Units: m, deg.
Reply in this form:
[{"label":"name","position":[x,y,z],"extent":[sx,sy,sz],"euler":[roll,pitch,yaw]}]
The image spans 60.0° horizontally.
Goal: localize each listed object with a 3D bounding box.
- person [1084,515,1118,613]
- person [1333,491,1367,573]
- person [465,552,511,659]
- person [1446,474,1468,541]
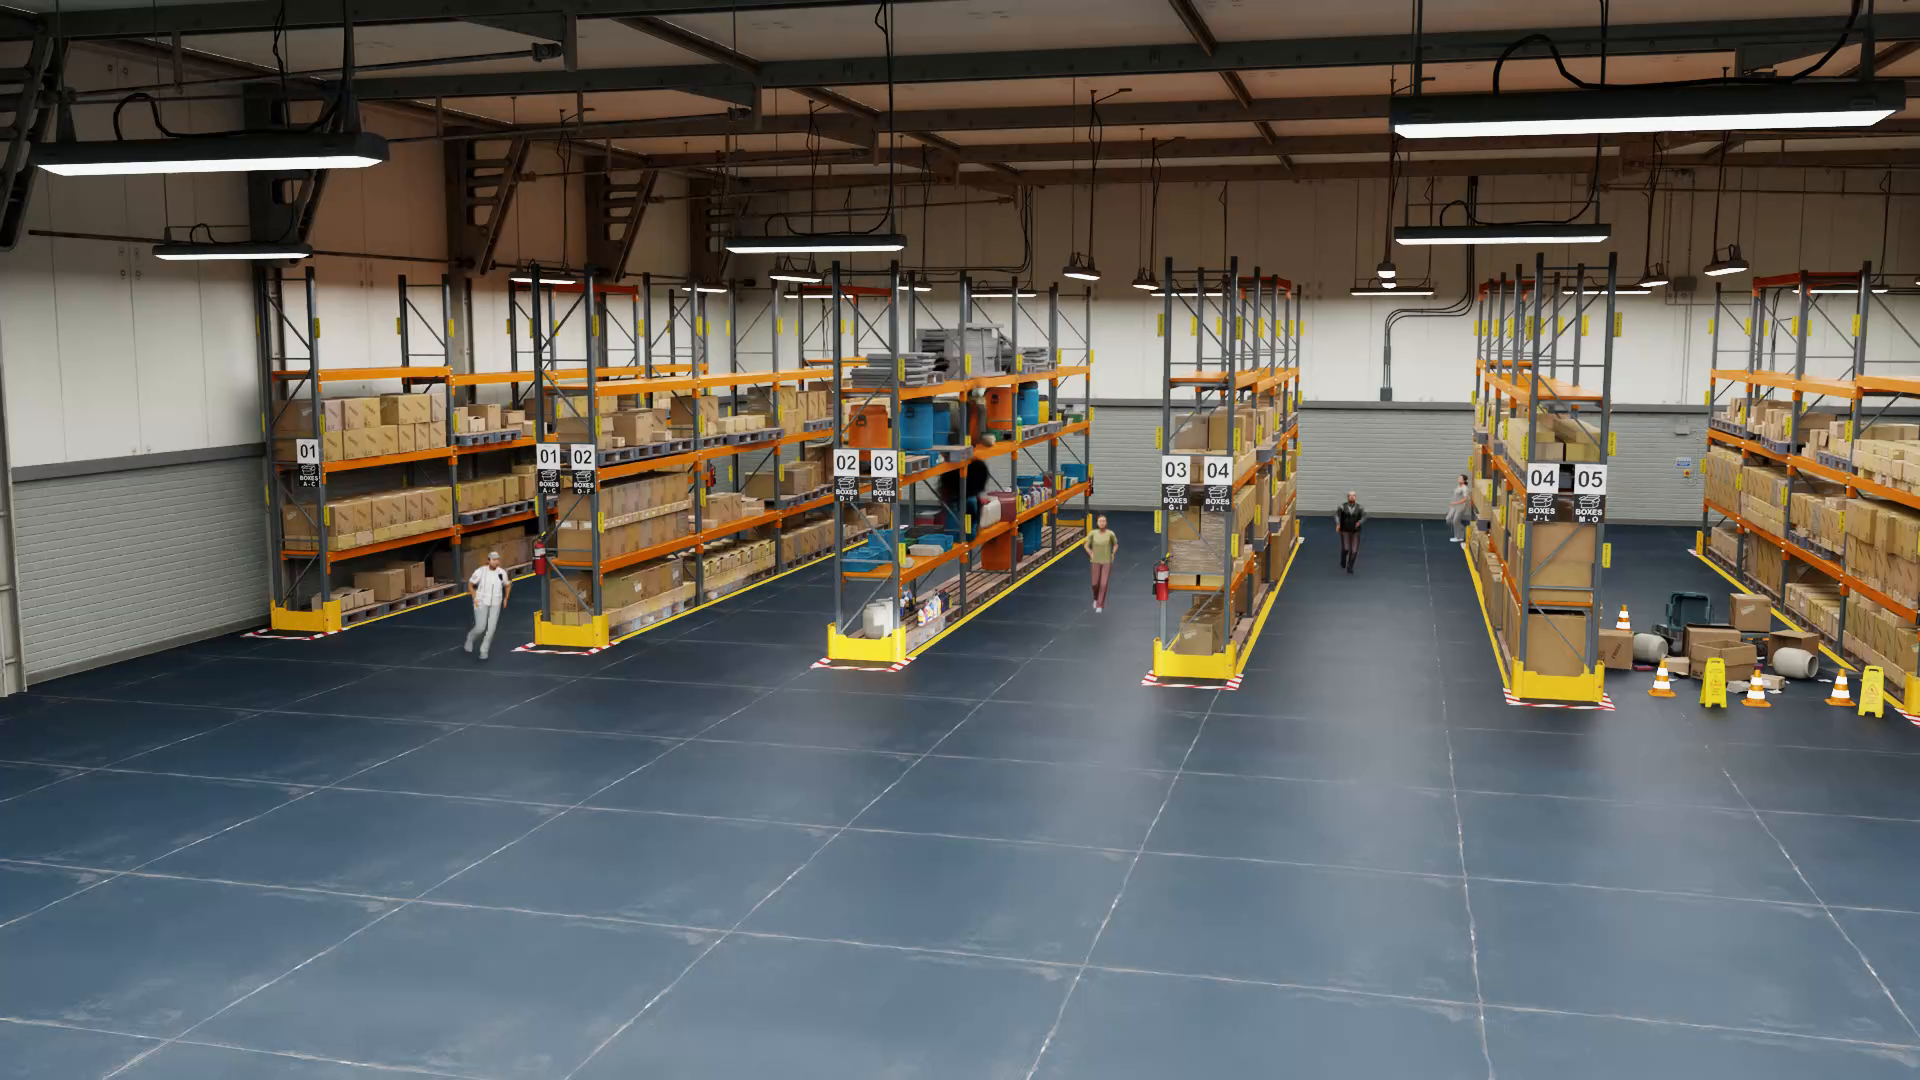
[{"label":"person","position":[2.359,0.386,27.739],"extent":[0.566,1.635,0.504],"euler":[0,7,2]},{"label":"person","position":[8.016,-0.157,34.154],"extent":[0.651,1.682,0.568],"euler":[1,7,7]},{"label":"person","position":[-7.232,0.978,25.524],"extent":[0.689,1.614,0.571],"euler":[-5,9,-32]},{"label":"person","position":[11.703,-0.755,39.049],"extent":[0.499,1.618,0.599],"euler":[-2,7,-13]}]
